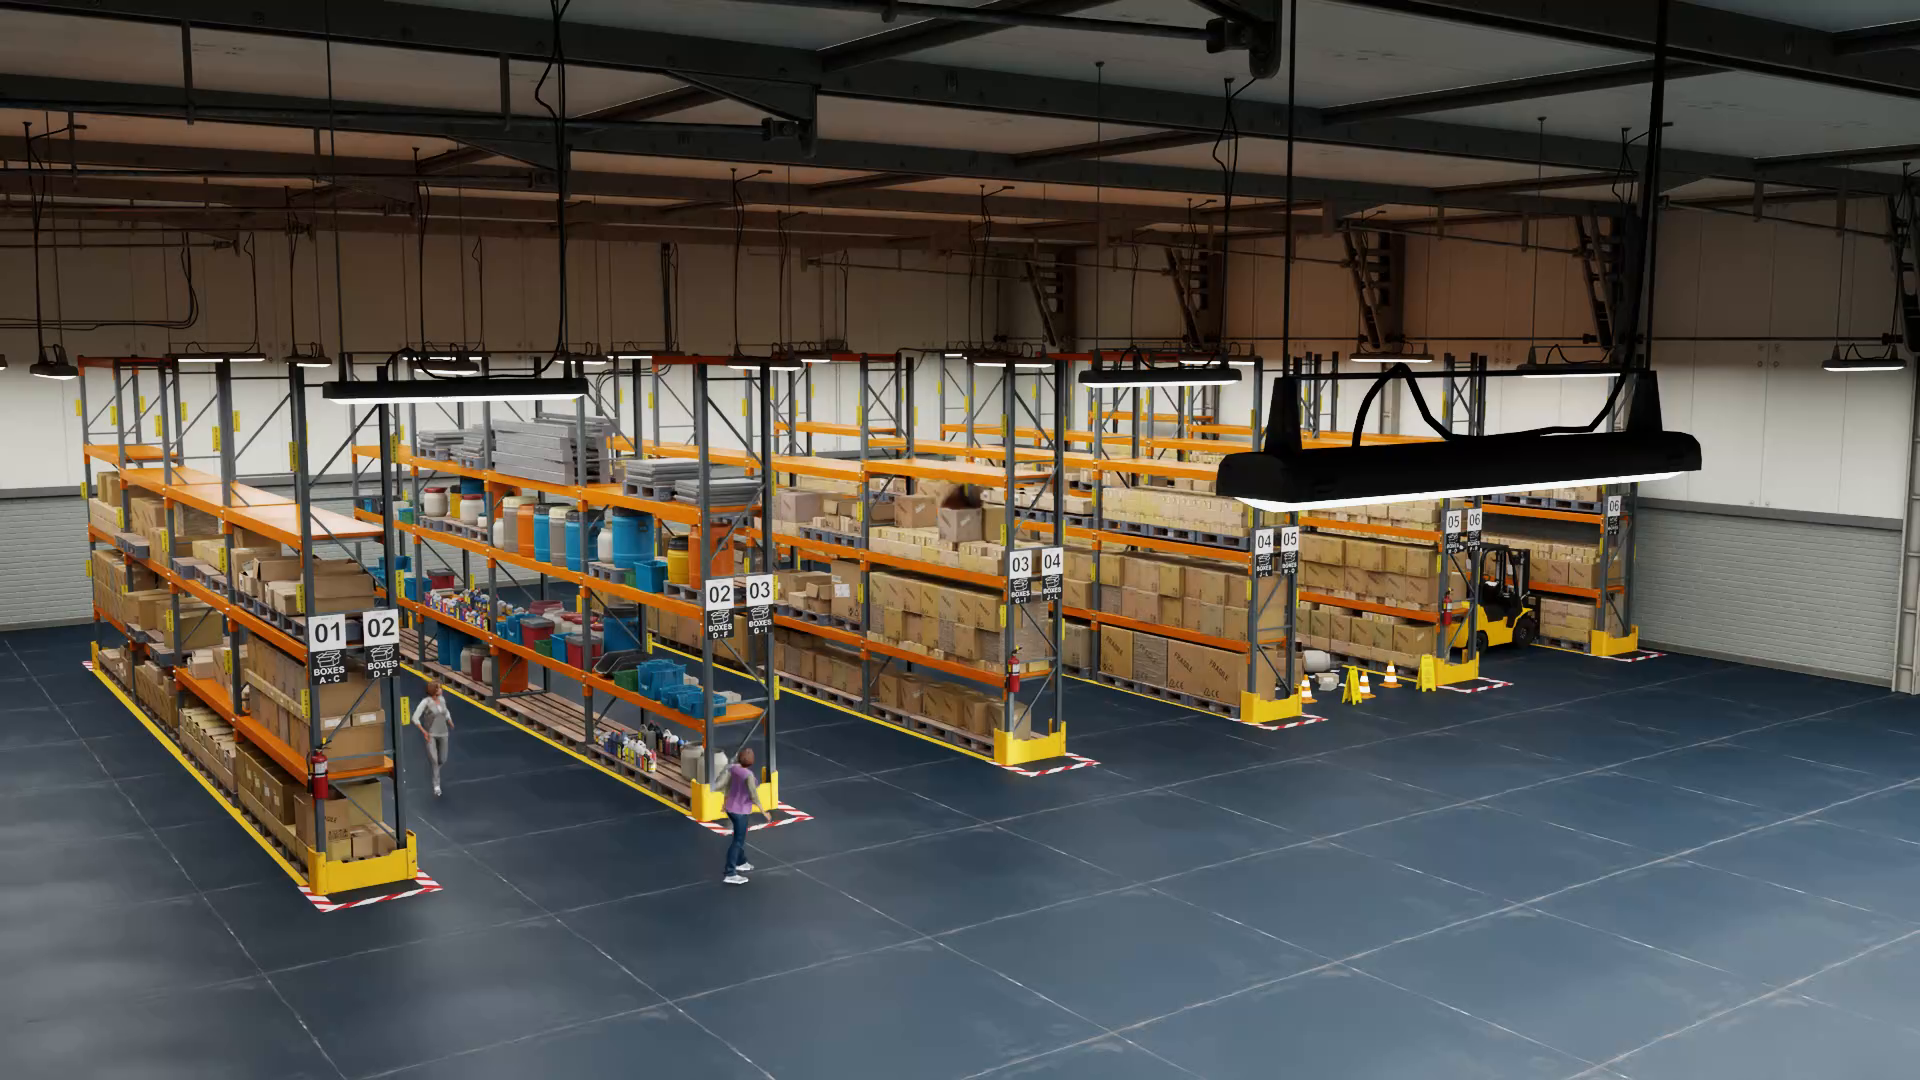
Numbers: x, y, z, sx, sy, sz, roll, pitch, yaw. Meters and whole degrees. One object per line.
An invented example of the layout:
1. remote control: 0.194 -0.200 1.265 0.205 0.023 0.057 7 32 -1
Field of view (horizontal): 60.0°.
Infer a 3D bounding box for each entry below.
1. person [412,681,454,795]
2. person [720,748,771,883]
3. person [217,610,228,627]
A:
1. person: -7.411 2.746 23.347 0.550 1.580 0.665 -4 8 -29
2. person: -2.571 3.209 19.536 0.578 1.608 0.566 -4 8 -32
3. person: -16.245 1.018 36.708 0.637 1.762 0.614 -5 8 -33
